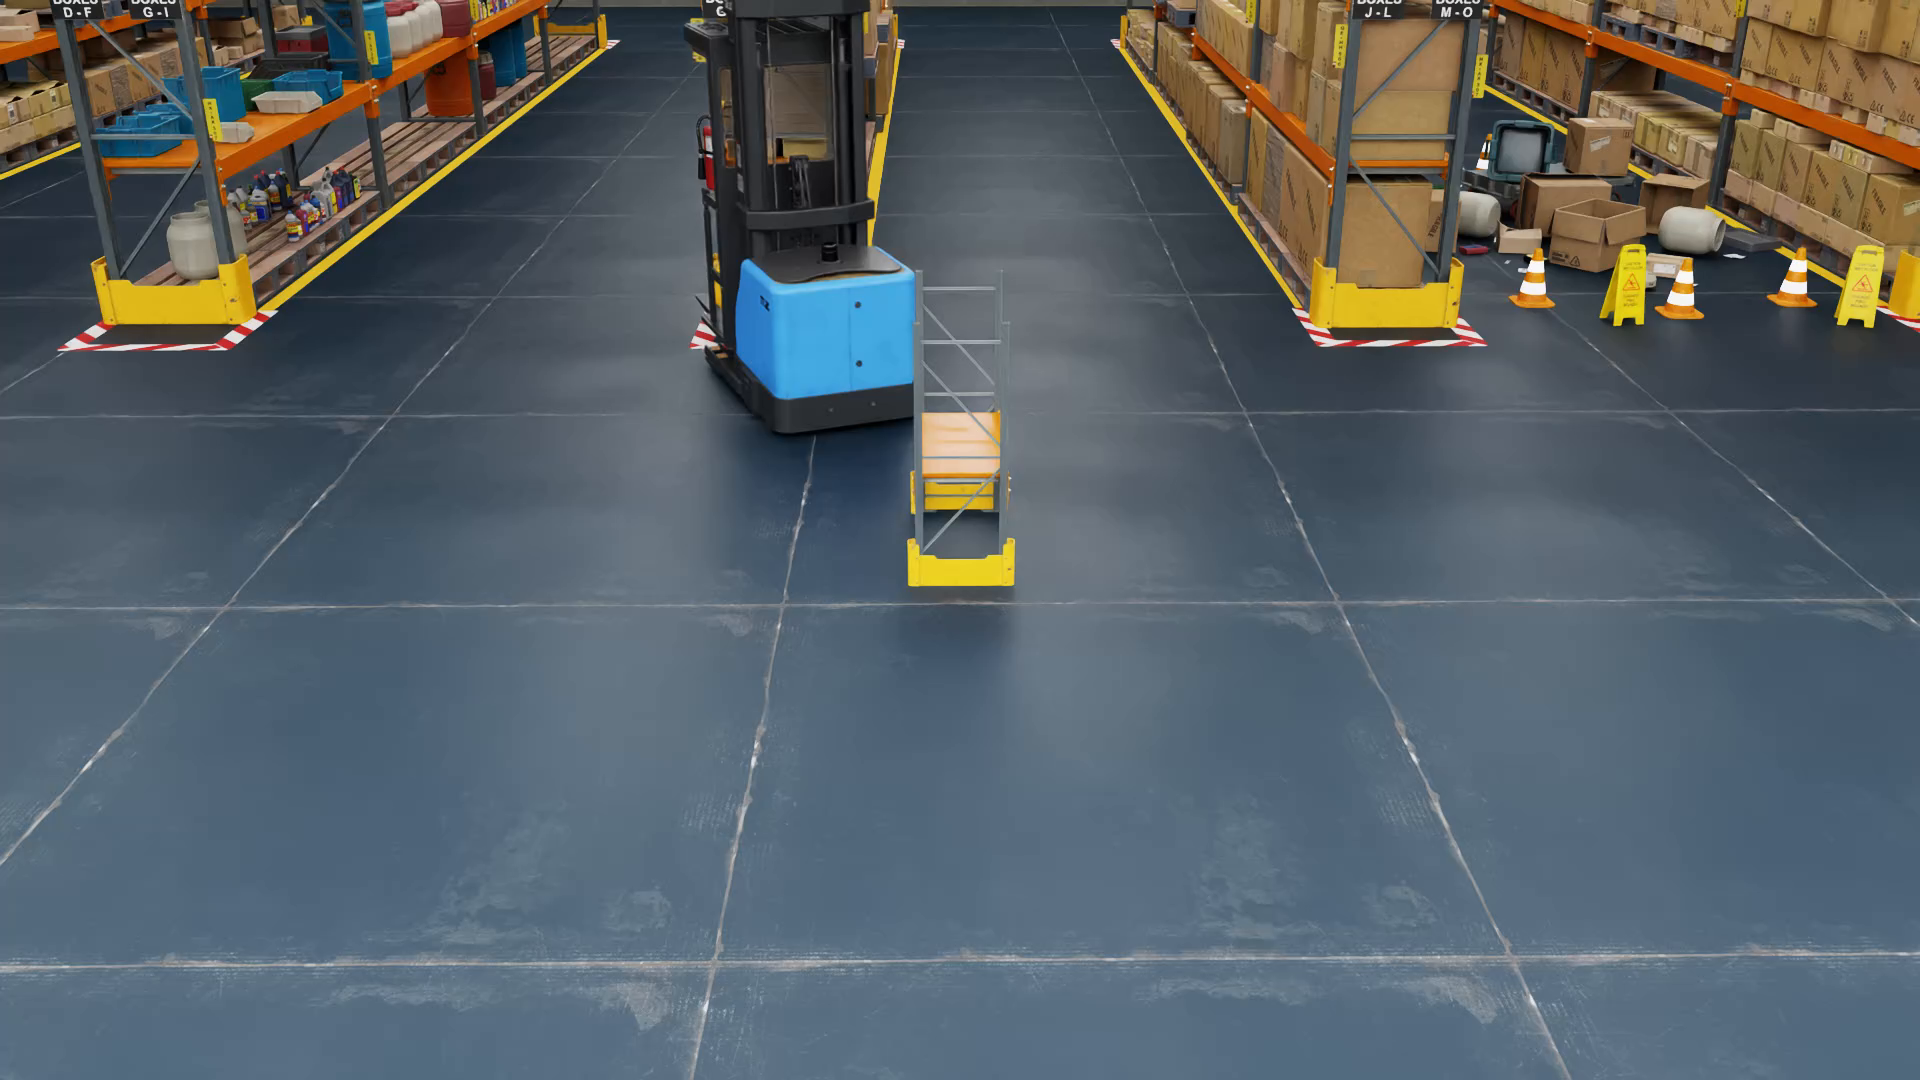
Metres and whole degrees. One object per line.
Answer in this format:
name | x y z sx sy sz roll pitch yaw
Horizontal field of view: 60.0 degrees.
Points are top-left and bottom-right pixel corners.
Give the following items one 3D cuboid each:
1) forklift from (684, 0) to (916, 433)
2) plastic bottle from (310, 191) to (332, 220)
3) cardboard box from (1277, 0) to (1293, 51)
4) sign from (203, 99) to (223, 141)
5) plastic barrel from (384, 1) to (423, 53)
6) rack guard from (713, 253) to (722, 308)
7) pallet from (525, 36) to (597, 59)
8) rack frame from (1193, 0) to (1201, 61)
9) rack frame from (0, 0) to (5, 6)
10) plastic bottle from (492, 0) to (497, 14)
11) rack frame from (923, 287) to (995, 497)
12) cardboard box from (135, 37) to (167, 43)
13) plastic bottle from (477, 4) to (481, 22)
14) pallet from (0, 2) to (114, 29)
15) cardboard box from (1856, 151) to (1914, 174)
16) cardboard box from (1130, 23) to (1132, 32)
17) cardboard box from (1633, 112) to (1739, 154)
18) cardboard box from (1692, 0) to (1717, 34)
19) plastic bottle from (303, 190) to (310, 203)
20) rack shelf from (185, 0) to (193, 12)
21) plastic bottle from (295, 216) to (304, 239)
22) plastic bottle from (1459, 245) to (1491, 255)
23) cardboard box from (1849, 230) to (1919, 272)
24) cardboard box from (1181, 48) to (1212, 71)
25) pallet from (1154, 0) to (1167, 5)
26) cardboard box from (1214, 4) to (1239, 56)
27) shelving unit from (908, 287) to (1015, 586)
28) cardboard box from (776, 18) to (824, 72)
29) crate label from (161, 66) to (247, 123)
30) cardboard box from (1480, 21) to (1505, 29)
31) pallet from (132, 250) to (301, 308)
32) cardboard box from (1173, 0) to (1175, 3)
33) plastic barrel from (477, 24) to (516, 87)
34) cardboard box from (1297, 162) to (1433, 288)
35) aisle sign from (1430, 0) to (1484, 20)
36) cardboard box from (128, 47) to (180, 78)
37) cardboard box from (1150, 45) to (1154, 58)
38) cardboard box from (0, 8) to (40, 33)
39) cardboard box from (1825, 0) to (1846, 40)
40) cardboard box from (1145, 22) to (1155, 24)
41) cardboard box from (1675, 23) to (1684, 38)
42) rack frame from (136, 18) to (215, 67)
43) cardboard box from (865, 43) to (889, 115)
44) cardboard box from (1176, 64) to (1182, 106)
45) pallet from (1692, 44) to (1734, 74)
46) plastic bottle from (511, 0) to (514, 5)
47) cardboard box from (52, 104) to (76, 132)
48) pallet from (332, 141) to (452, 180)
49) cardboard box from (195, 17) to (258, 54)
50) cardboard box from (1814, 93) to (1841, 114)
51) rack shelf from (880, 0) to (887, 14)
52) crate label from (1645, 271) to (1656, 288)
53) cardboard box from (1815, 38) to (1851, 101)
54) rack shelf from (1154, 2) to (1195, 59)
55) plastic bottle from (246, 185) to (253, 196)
forklift | -1.295 -2.630 12.008 1.130 2.935 3.031 -9 26 -20
plastic bottle | -6.171 -3.241 16.048 0.152 0.276 0.135 0 24 0
cardboard box | 3.405 -4.787 15.202 0.875 0.550 0.550 0 24 -1
sign | -5.875 -3.304 13.079 0.100 0.325 0.005 0 24 -1
plastic barrel | -6.273 -5.763 18.687 0.433 0.535 0.433 0 24 0
rack guard | -1.474 -2.092 13.768 1.175 0.500 0.348 0 24 -1
pallet | -6.630 -8.159 27.535 1.003 0.211 1.213 0 24 -1
rack frame | 3.401 -6.476 20.429 1.000 3.000 0.127 0 24 -1
rack frame | -16.507 -9.725 27.613 1.000 3.000 0.127 0 24 -1
plastic bottle | -6.161 -7.076 21.898 0.061 0.283 0.133 0 24 -1
rack frame | -0.003 -0.858 9.826 0.475 1.308 0.013 0 24 -1
cardboard box | -11.748 -6.962 24.003 0.500 0.500 0.500 -1 24 -3
plastic bottle | -6.152 -6.736 21.144 0.061 0.283 0.133 0 24 -1
pallet | -11.543 -6.644 21.034 1.213 0.211 1.003 0 24 -1
cardboard box | 8.096 -3.299 14.535 0.380 0.149 0.250 0 24 1
cardboard box | 3.009 -8.471 27.428 0.380 0.149 0.250 0 24 -1
cardboard box | 8.364 -4.685 19.148 0.950 0.372 0.625 1 24 1
cardboard box | 8.152 -5.658 17.628 0.500 0.500 0.500 0 24 0
plastic bottle | -6.277 -3.244 16.045 0.061 0.283 0.133 0 24 -1
rack shelf | -6.447 -5.040 14.487 1.077 0.370 4.000 0 24 -1
plastic bottle | -6.135 -2.894 15.370 0.097 0.201 0.097 0 24 0
plastic bottle | 4.887 -2.754 15.764 0.283 0.061 0.133 -9 26 -19
cardboard box | 8.158 -2.524 14.518 0.500 0.250 0.500 0 24 -1
cardboard box | 3.131 -6.151 21.324 0.500 0.250 0.500 -1 24 -2
pallet | 3.220 -7.722 23.416 1.003 0.211 1.213 0 24 -1
cardboard box | 3.152 -5.713 18.621 0.500 0.500 0.500 -1 24 -1
shelving unit | 0.001 -0.652 9.371 0.587 1.500 1.083 0 24 -1
cardboard box | -1.206 -4.064 13.399 0.500 0.500 0.500 0 24 -1
crate label | -6.716 -3.950 14.801 0.502 0.435 0.616 0 24 -1
cardboard box | 8.396 -7.841 26.045 0.875 0.438 0.875 -1 24 -2
pallet | -6.477 -2.272 14.518 1.003 0.211 1.213 0 24 -1
cardboard box | 2.931 -6.963 21.300 0.380 0.149 0.250 0 24 0
plastic barrel | -6.560 -6.841 23.272 0.600 0.901 0.708 0 24 -1
cardboard box | 3.414 -2.682 14.109 0.875 0.875 0.875 0 24 0
aisle sign | 3.789 -4.336 12.543 0.394 0.787 0.004 0 24 -1
cardboard box | -11.216 -6.550 23.092 0.500 0.500 0.500 0 24 0
cardboard box | 3.036 -7.281 24.797 0.380 0.149 0.250 0 24 0
cardboard box | -11.506 -6.262 20.064 0.500 0.311 0.500 1 24 3
cardboard box | 8.240 -4.714 14.838 0.700 0.500 0.500 0 24 -1
cardboard box | 3.112 -8.074 26.189 0.380 0.149 0.250 0 24 0
cardboard box | 8.115 -5.600 18.287 0.380 0.149 0.250 0 24 -1
rack frame | -11.510 -8.101 24.022 1.000 3.000 0.127 0 24 -1
cardboard box | -1.547 -6.003 21.453 1.225 0.875 0.875 -1 24 -3
cardboard box | 3.130 -6.013 21.928 0.500 0.500 0.500 1 24 2
pallet | 8.530 -5.120 17.664 1.003 0.211 1.213 0 24 -1
plastic bottle | -6.218 -7.490 22.822 0.152 0.276 0.135 0 24 -1
cardboard box | -11.216 -5.176 20.380 0.500 0.250 0.500 0 24 1
pallet | -6.533 -4.382 19.183 1.003 0.211 1.213 0 24 -1
cardboard box | -11.535 -7.938 26.157 0.797 0.503 0.637 0 24 -1
cardboard box | 8.111 -4.015 15.293 0.380 0.149 0.250 0 24 -1
rack shelf | -1.582 -6.992 22.443 1.077 0.370 4.000 0 24 -1
crate label | 5.965 -2.289 14.646 0.250 0.136 0.298 -14 28 -28
cardboard box | 8.166 -4.269 15.066 0.500 0.500 0.500 0 24 0
rack shelf | 3.379 -6.973 22.400 1.077 0.370 4.000 0 24 -1
plastic bottle | -6.913 -3.307 16.185 0.061 0.283 0.133 1 24 2
